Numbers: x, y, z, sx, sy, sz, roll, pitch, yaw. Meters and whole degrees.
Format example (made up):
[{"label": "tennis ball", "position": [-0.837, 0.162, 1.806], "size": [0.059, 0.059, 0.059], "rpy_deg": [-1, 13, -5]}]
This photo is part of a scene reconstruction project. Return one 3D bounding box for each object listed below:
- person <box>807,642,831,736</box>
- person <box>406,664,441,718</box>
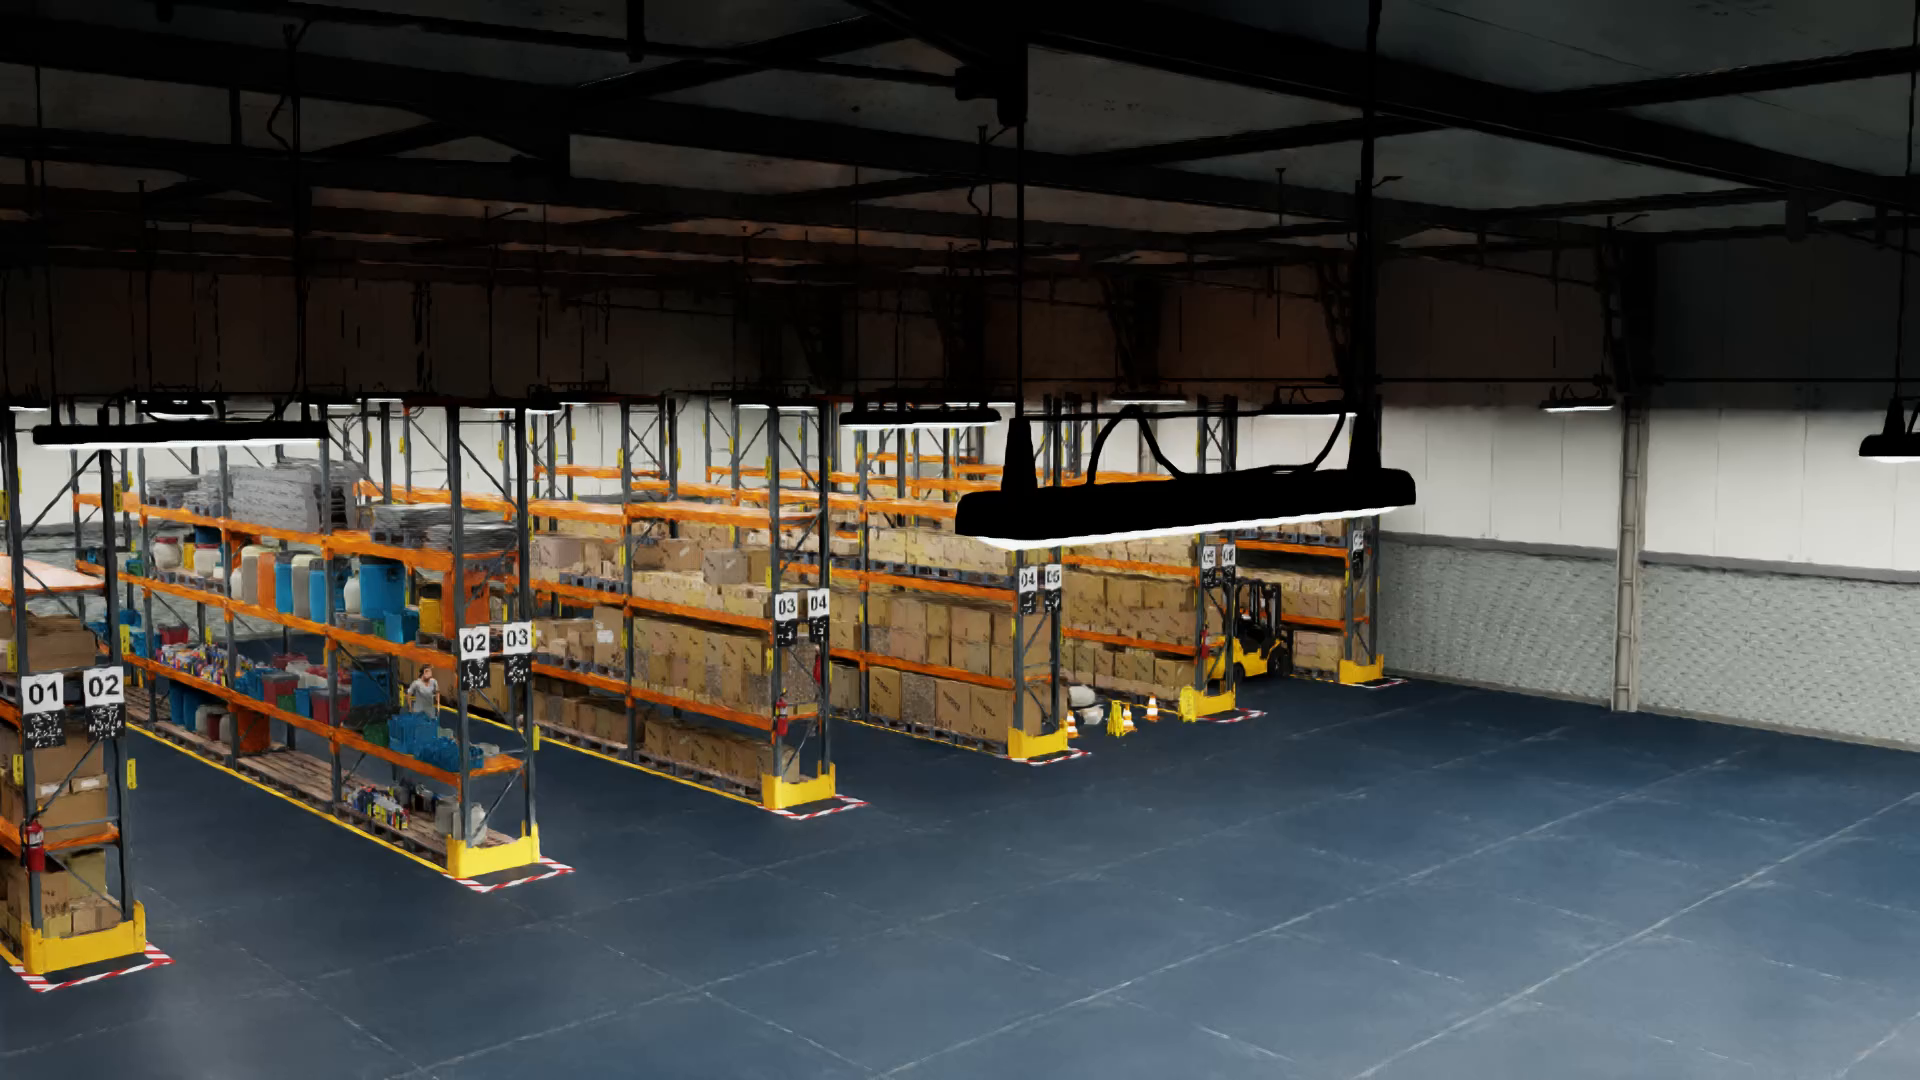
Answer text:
[{"label": "person", "position": [-2.599, 2.626, 29.741], "size": [0.585, 1.664, 0.977], "rpy_deg": [-2, 6, -23]}, {"label": "person", "position": [-8.949, 2.854, 27.720], "size": [0.580, 1.618, 0.507], "rpy_deg": [-5, 8, -44]}]
